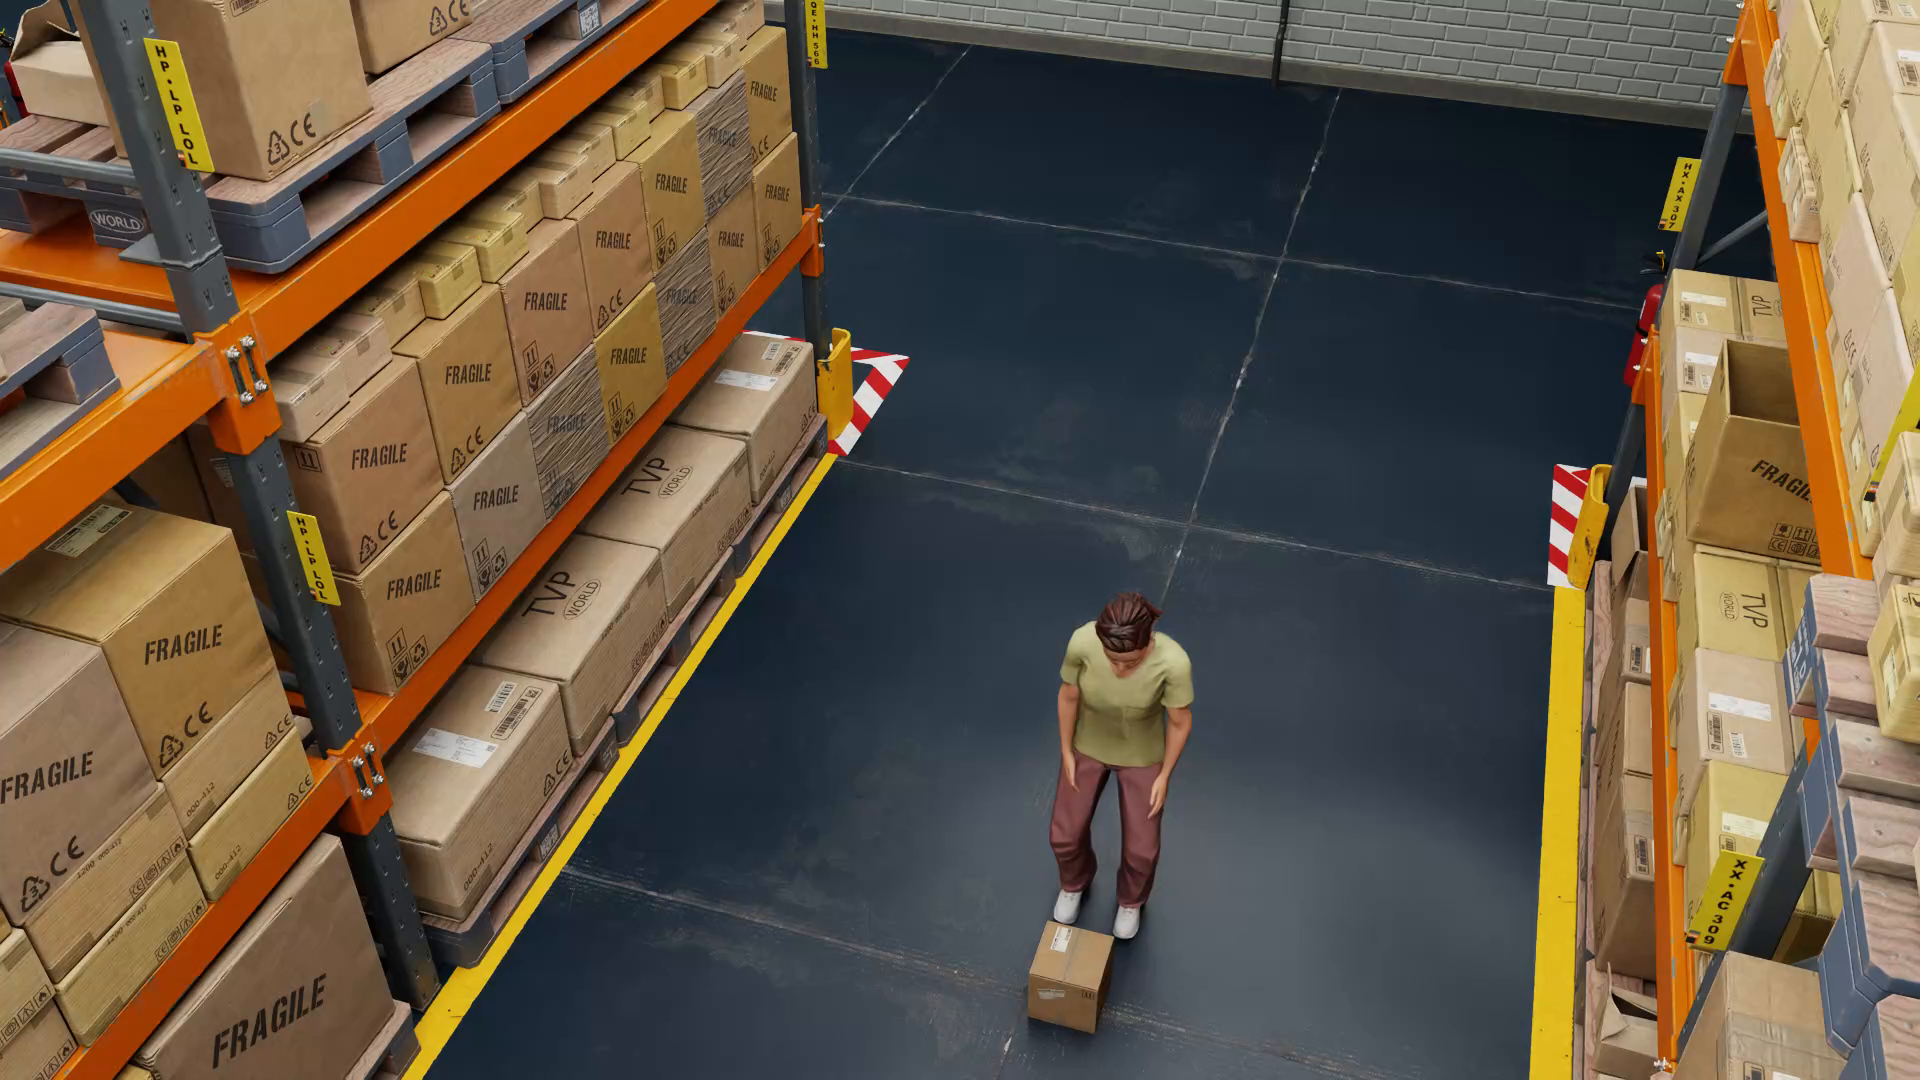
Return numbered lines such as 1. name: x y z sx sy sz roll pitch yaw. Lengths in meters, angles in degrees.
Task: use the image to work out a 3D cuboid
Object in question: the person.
1. person: 0.569 0.785 5.924 0.478 1.603 0.426 12 39 15
